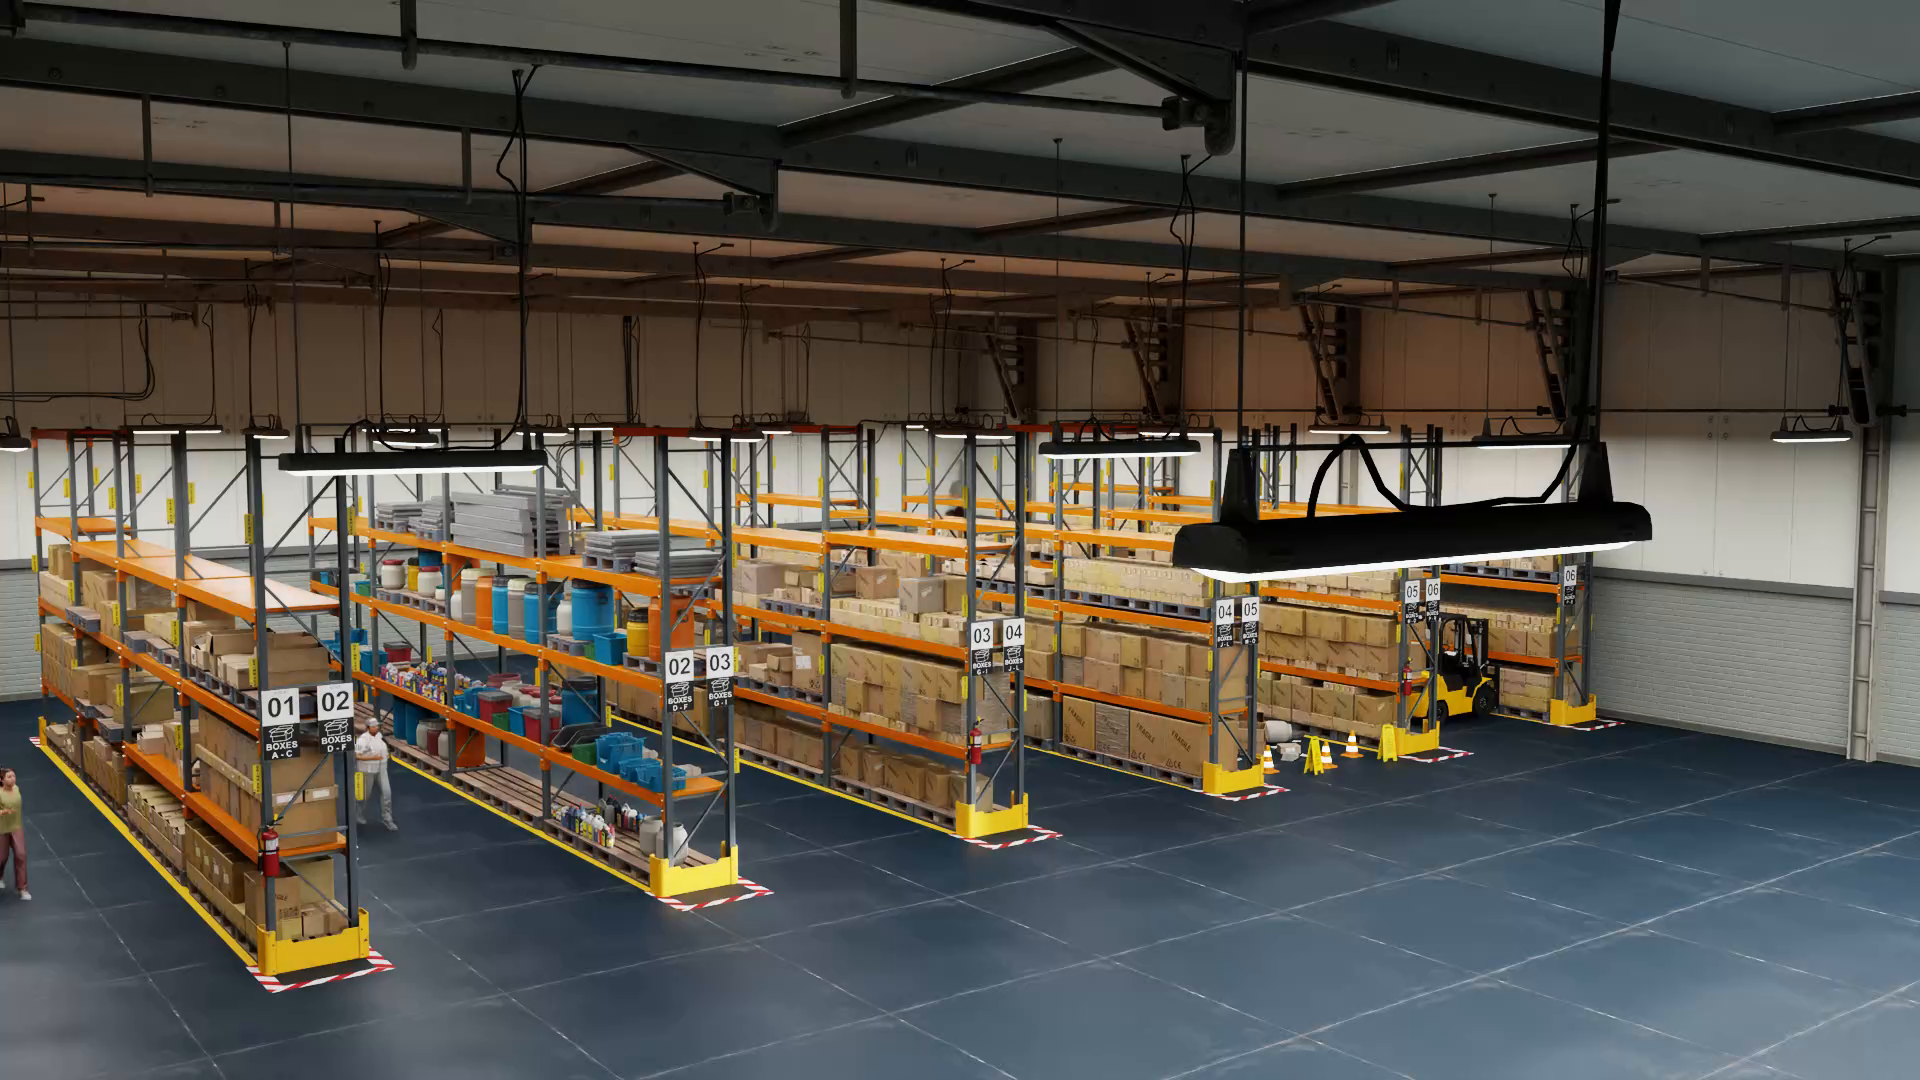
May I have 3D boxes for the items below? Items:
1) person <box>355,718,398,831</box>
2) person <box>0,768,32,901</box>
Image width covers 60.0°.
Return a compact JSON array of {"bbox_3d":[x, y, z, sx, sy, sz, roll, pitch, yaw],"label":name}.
[{"bbox_3d":[-8.894,3.521,25.102,0.854,1.705,0.596,3,5,35],"label":"person"},{"bbox_3d":[-12.401,3.809,21.586,0.874,1.685,0.554,3,5,35],"label":"person"}]
